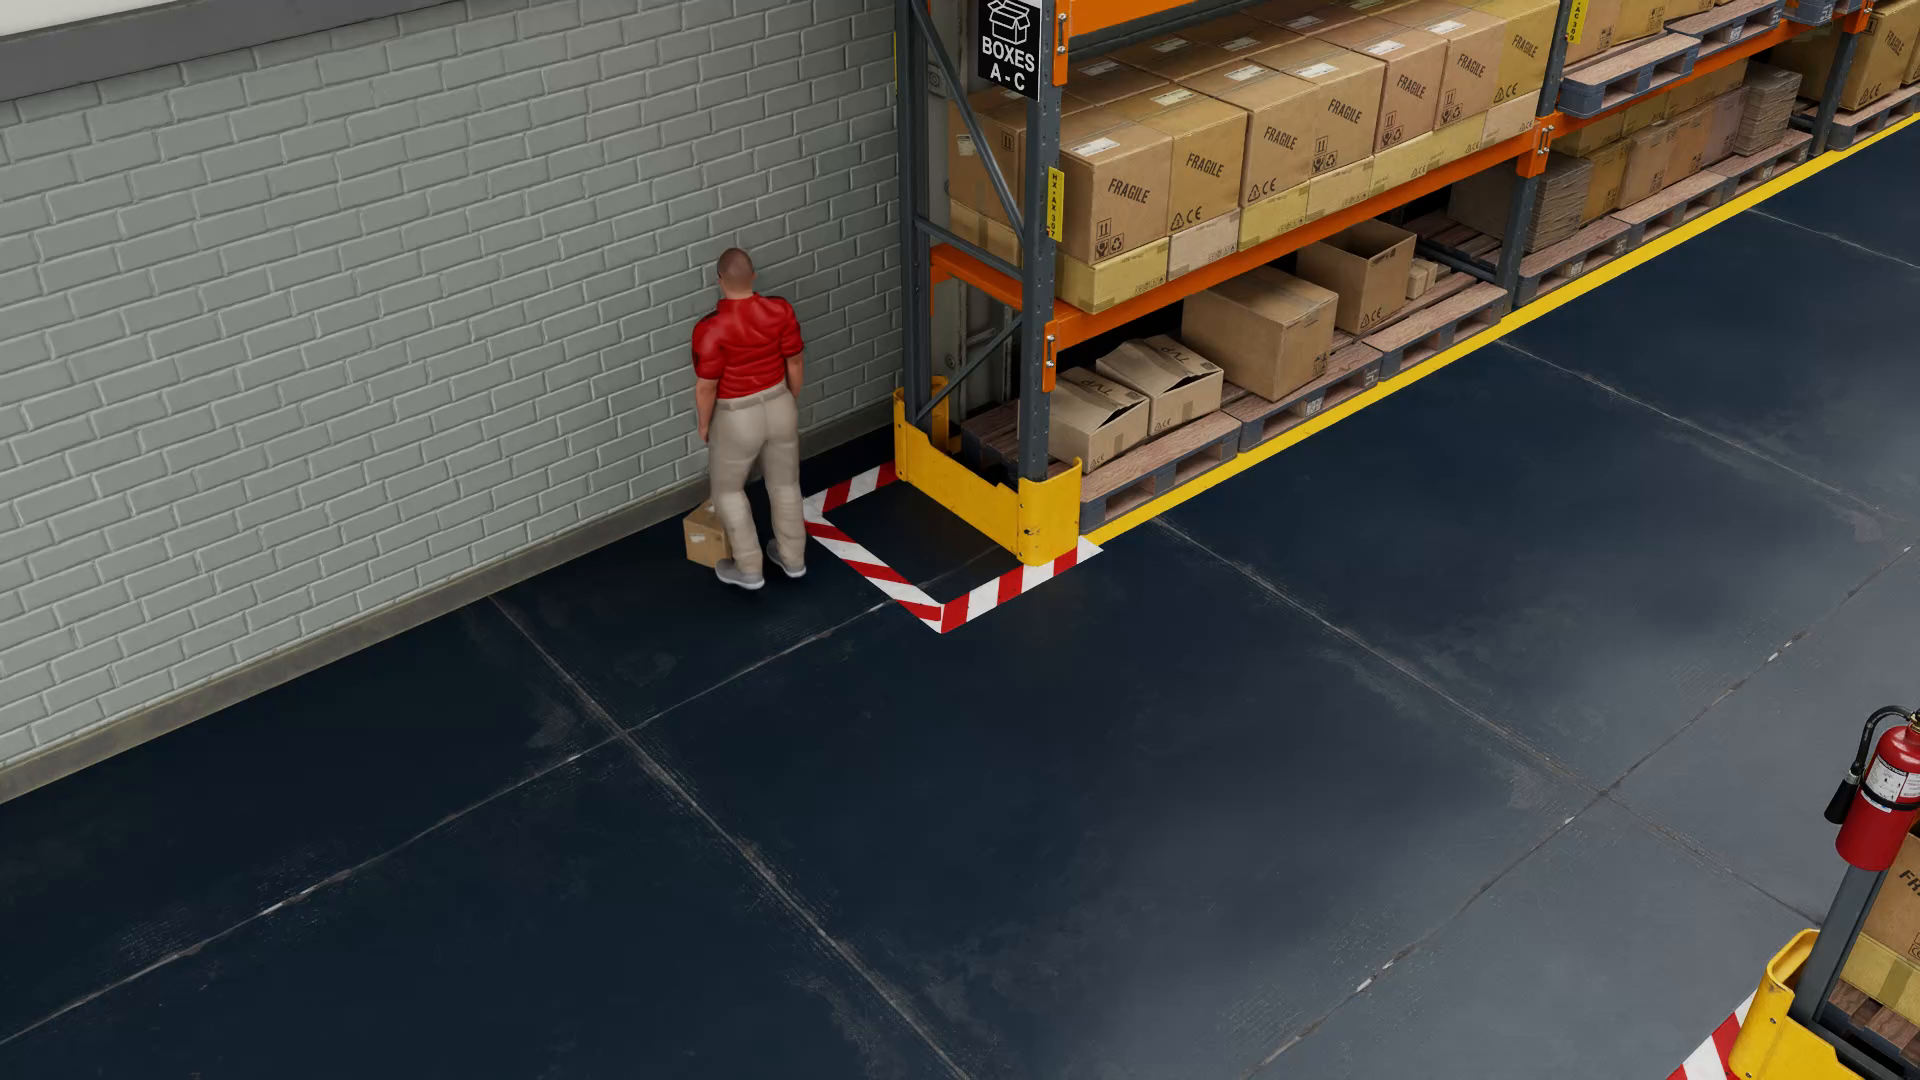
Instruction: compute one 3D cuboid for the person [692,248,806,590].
[{"bbox_3d":[-0.973,-0.569,7.861,0.552,1.717,0.424,-21,41,-26],"label":"person"}]
